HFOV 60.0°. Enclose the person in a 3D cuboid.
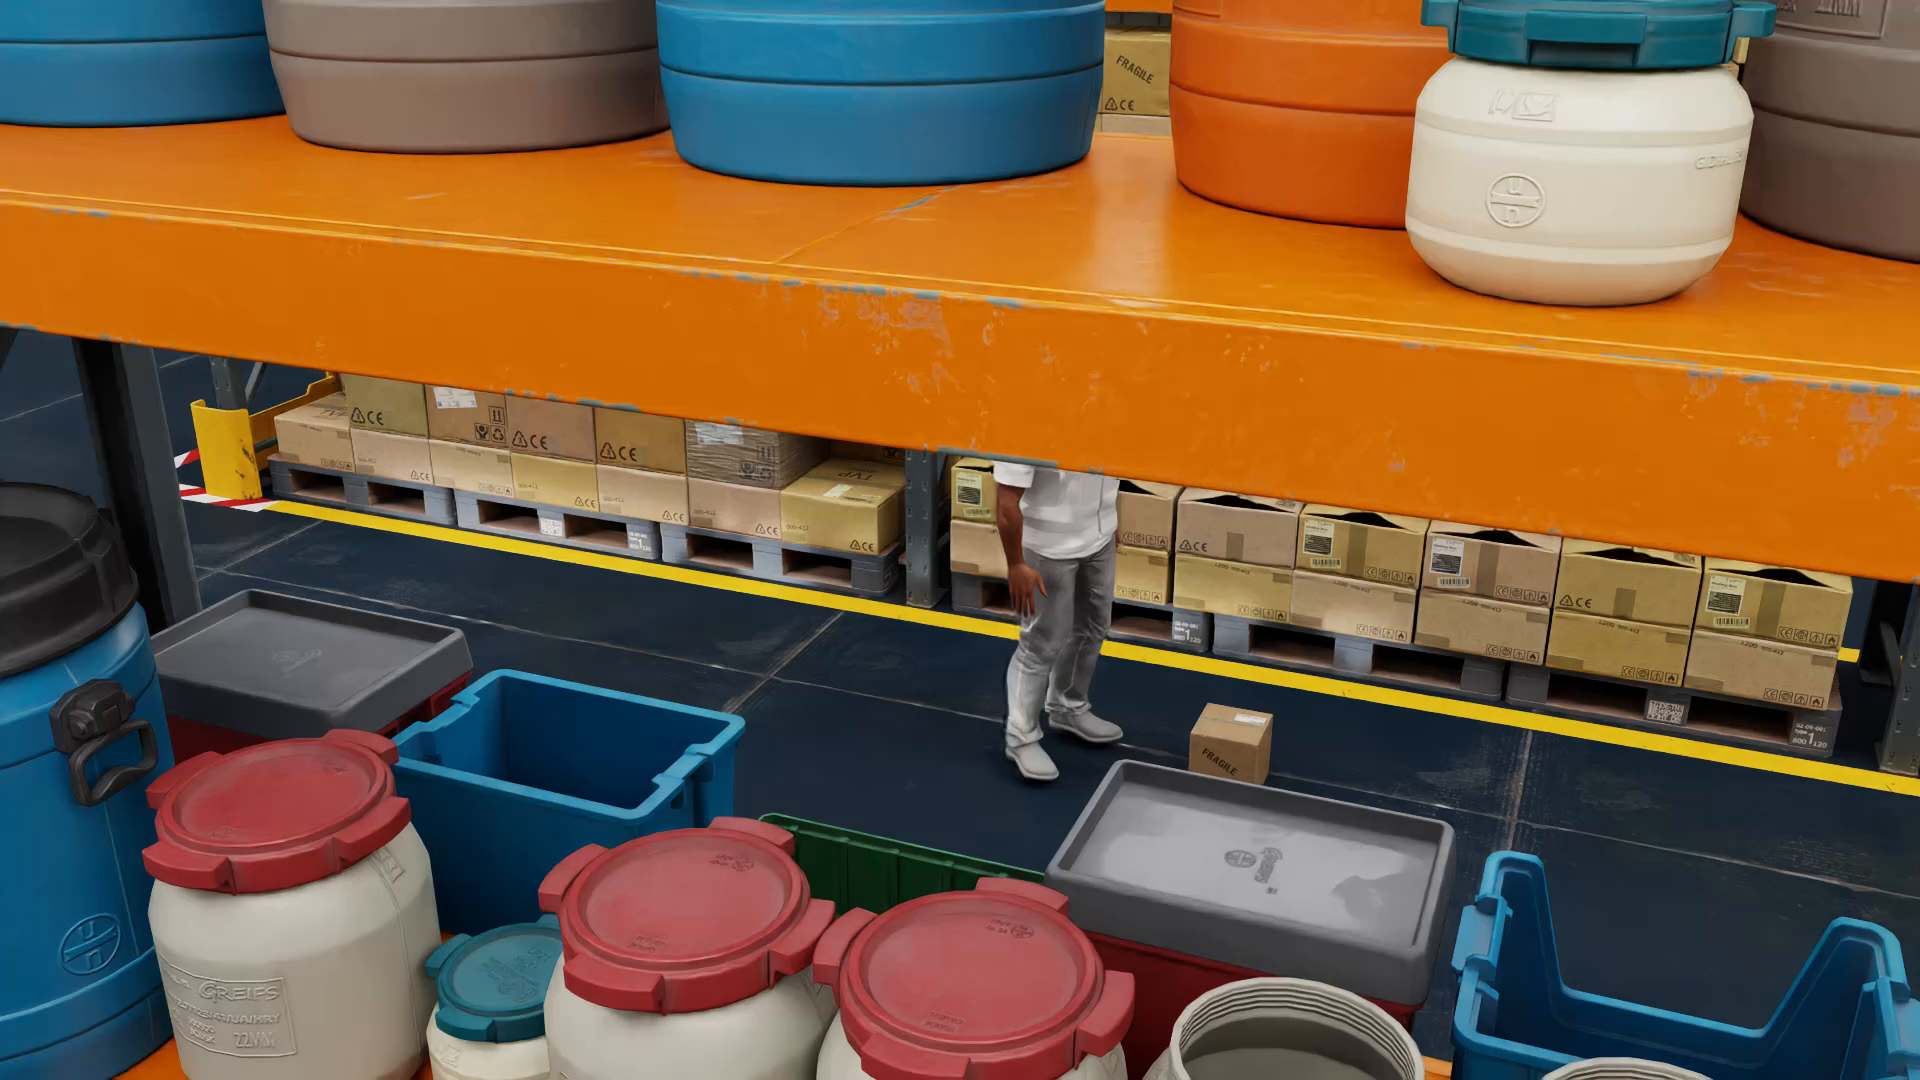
[{"bbox_3d":[0.376,0.000,5.984,0.379,1.768,0.642,16,27,35],"label":"person"}]
